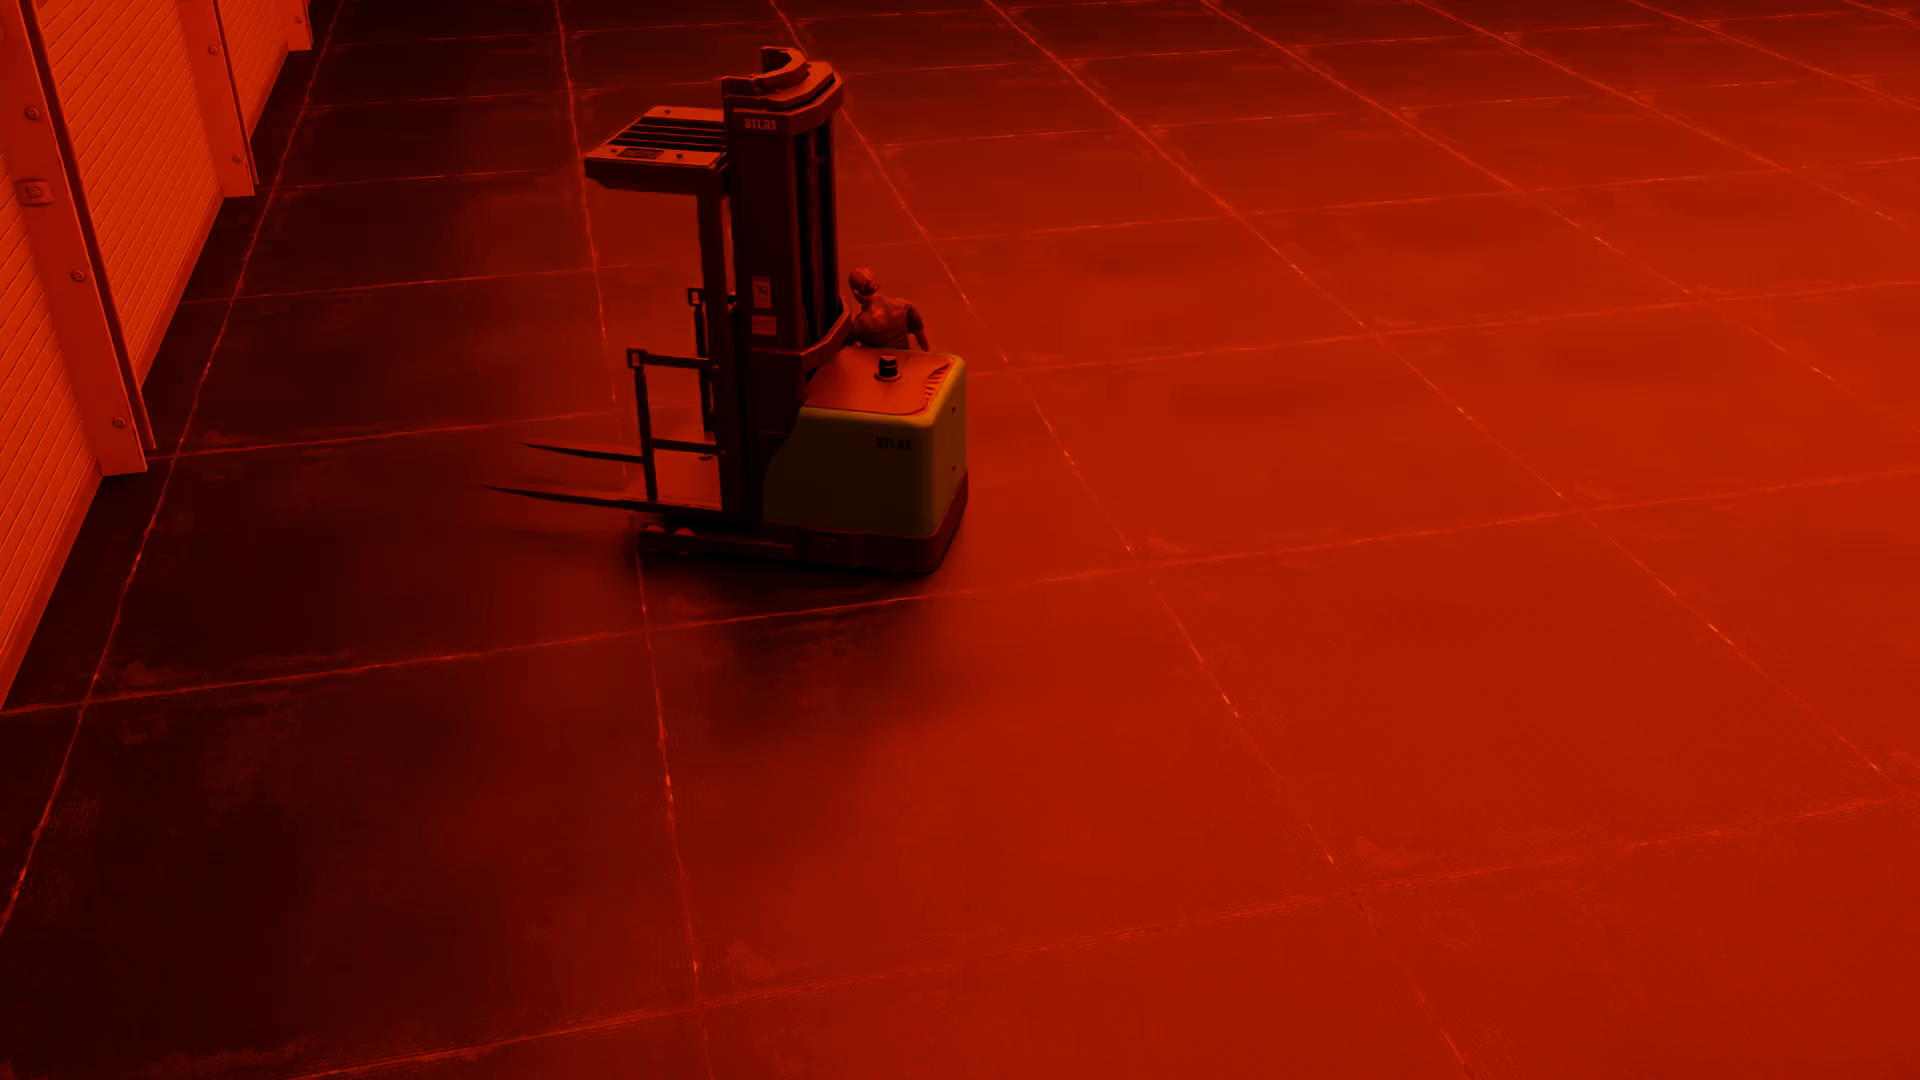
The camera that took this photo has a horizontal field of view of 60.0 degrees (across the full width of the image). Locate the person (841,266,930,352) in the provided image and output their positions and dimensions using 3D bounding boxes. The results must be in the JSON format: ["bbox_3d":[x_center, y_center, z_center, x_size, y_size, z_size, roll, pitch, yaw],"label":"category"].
[{"bbox_3d":[-0.597,-1.115,10.864,0.820,1.496,0.910,-17,34,-27],"label":"person"}]

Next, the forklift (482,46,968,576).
[{"bbox_3d":[-1.521,-1.423,10.033,3.031,2.935,1.130,6,31,11],"label":"forklift"}]
